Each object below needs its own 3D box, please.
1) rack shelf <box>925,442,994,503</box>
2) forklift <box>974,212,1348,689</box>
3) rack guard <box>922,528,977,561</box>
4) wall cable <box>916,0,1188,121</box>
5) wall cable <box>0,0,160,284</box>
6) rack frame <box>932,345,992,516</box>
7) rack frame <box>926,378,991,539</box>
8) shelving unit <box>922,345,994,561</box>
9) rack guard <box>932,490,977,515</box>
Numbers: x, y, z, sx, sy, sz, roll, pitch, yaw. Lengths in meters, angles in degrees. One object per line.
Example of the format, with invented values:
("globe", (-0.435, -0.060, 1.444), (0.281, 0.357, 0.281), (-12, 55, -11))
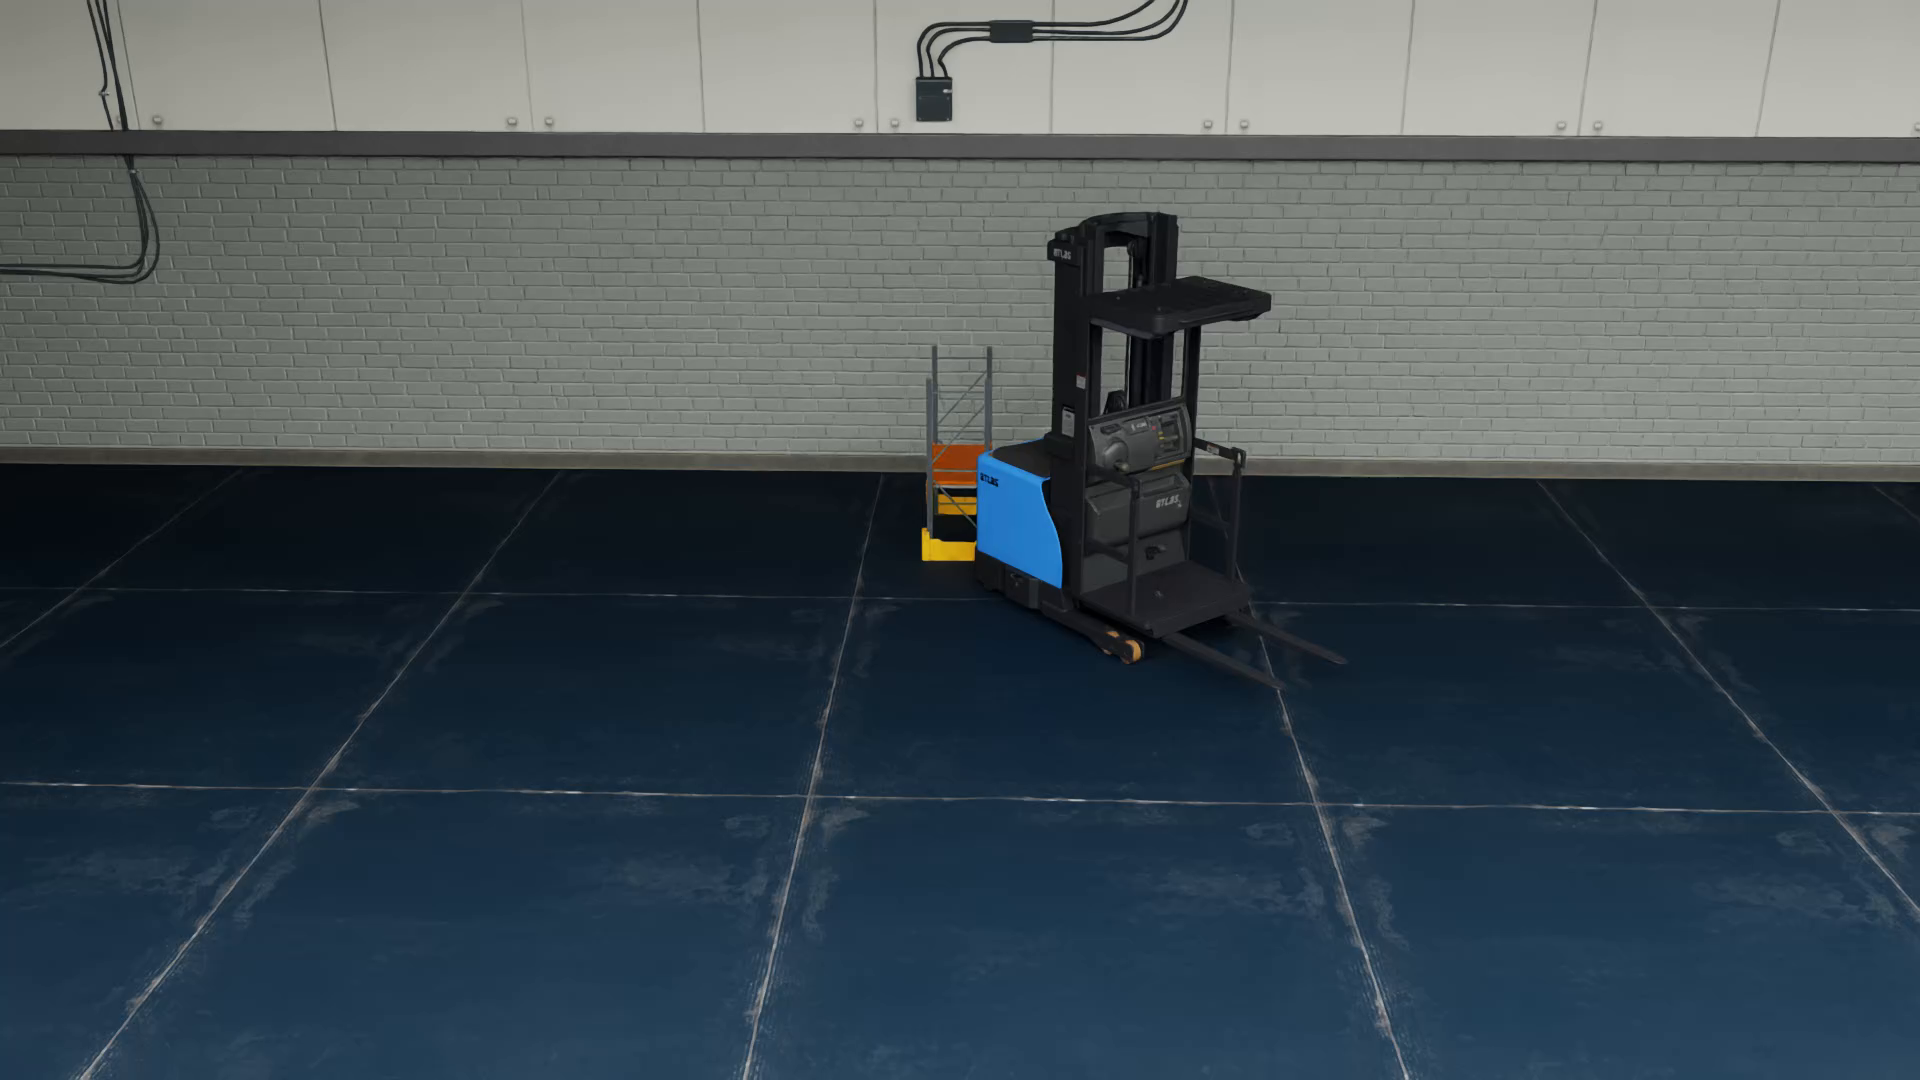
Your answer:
("rack shelf", (0.003, -0.562, 13.696), (0.538, 0.185, 1.000), (1, 21, 2))
("forklift", (1.408, -0.705, 11.588), (1.130, 2.935, 3.031), (-16, 26, -35))
("rack guard", (-0.013, 0.036, 13.384), (0.587, 0.250, 0.087), (1, 21, 2))
("wall cable", (0.780, -6.383, 13.132), (2.305, 6.003, 0.169), (1, 21, 2))
("wall cable", (-8.708, -3.460, 14.592), (3.097, 2.526, 0.112), (1, 21, 2))
("rack frame", (0.018, -0.914, 14.104), (0.500, 1.500, 0.032), (1, 21, 2))
("rack frame", (-0.013, -0.546, 13.157), (0.500, 1.500, 0.032), (1, 21, 2))
("shelving unit", (0.002, -0.727, 13.622), (0.587, 1.500, 1.083), (1, 21, 2))
("rack guard", (0.017, -0.324, 14.312), (0.587, 0.250, 0.087), (1, 21, 2))
